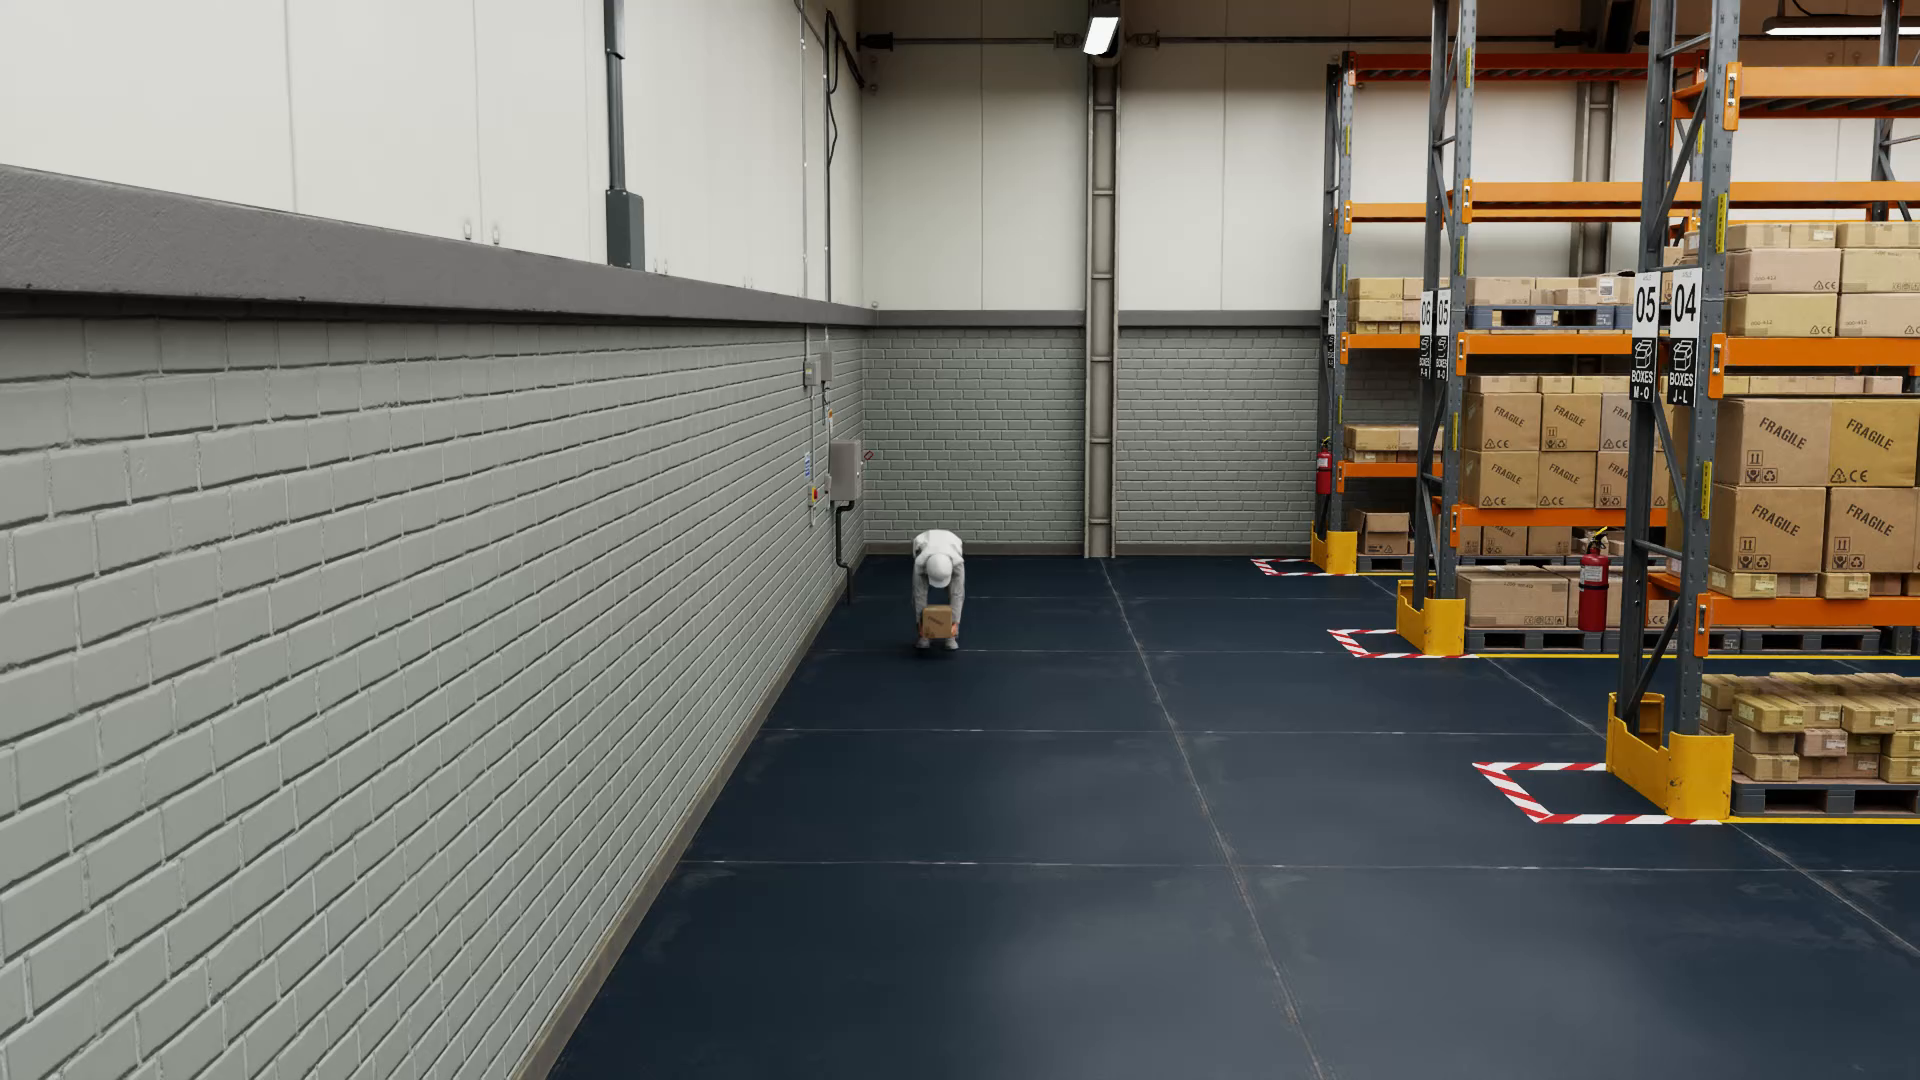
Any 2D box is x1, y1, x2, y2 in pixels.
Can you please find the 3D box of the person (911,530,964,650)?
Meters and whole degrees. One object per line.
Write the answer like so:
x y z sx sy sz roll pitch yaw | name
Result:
-0.196 0.473 14.770 0.475 1.057 1.009 0 7 -1 | person
